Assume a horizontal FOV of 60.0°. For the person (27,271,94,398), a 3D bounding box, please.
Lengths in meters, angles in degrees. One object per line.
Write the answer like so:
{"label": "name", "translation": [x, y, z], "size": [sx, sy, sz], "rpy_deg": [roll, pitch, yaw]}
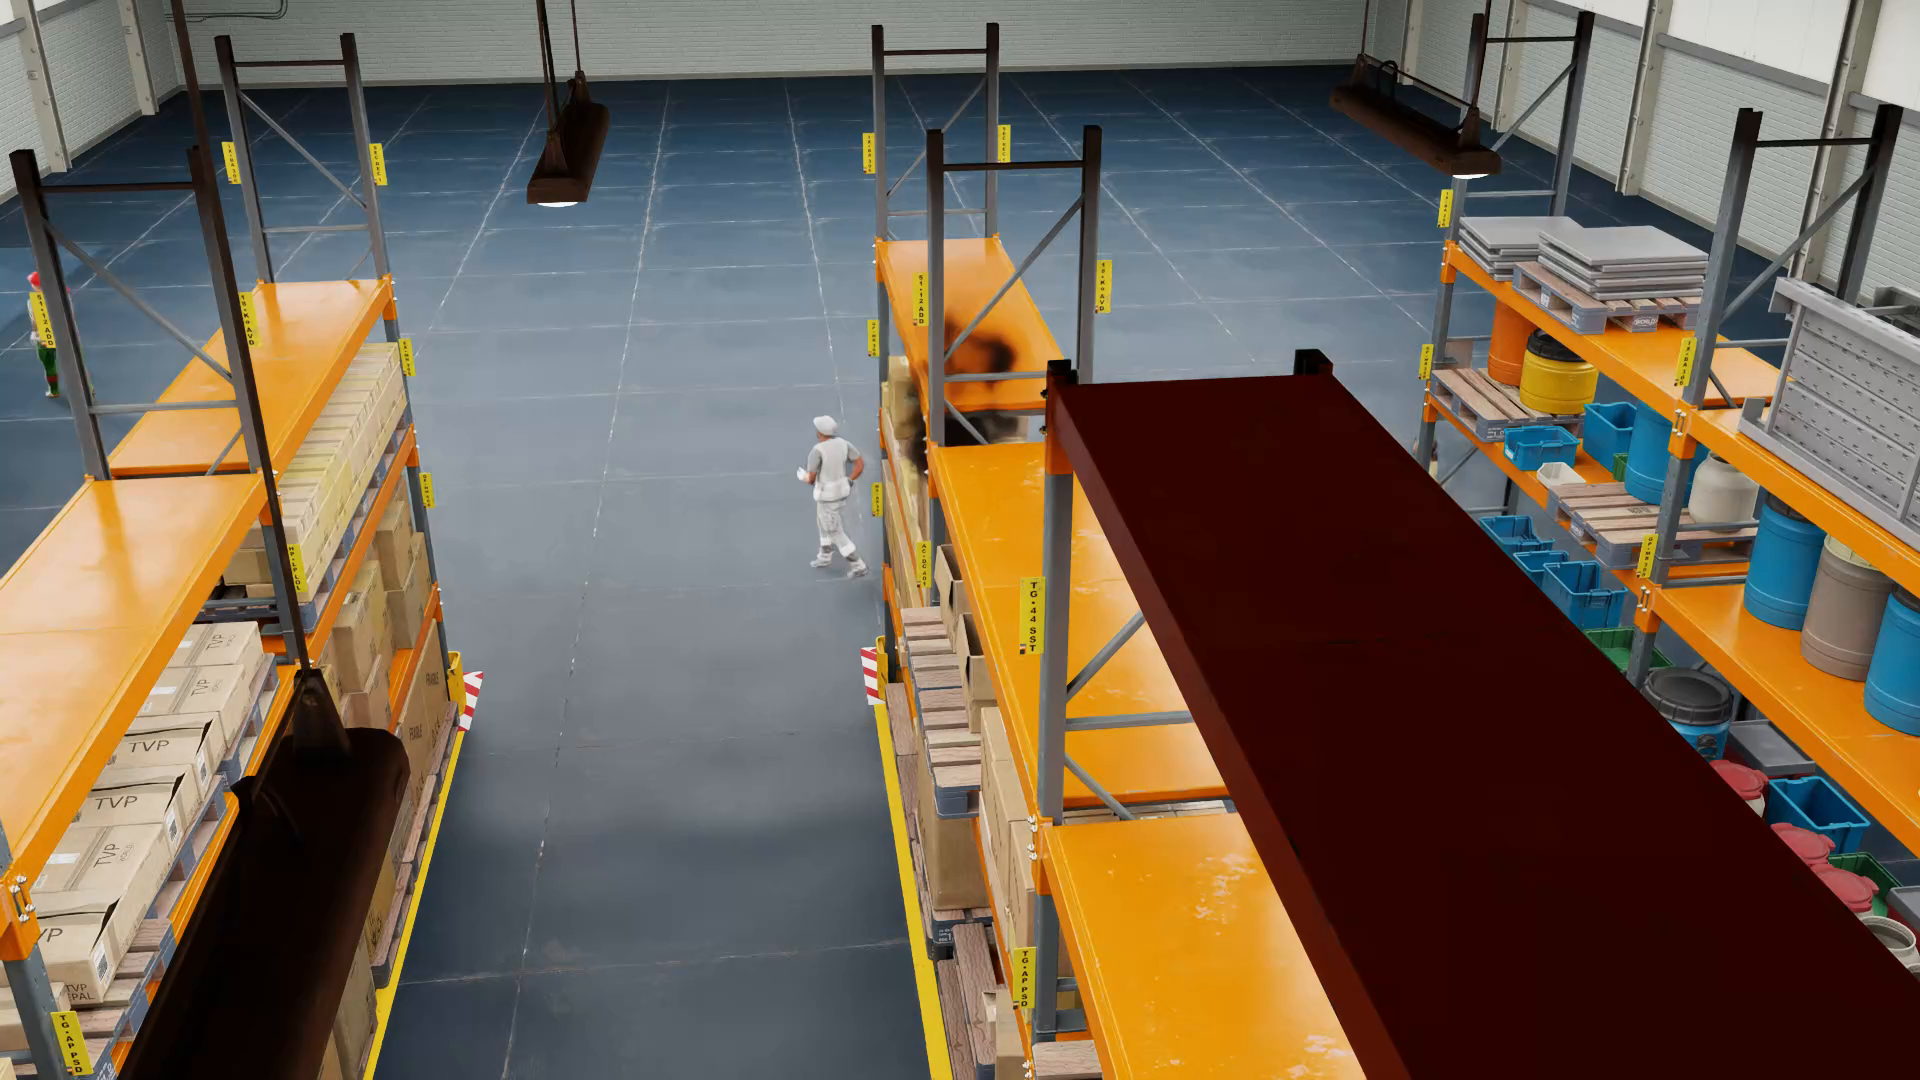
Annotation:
{"label": "person", "translation": [-11.973, -2.683, 21.981], "size": [0.999, 1.772, 0.664], "rpy_deg": [15, 29, 29]}

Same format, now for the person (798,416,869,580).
{"label": "person", "translation": [-1.305, -0.408, 17.275], "size": [0.899, 1.808, 0.609], "rpy_deg": [19, 31, 34]}

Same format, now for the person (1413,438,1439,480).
{"label": "person", "translation": [4.712, -0.298, 17.214], "size": [0.607, 1.707, 0.584], "rpy_deg": [16, 30, 31]}
